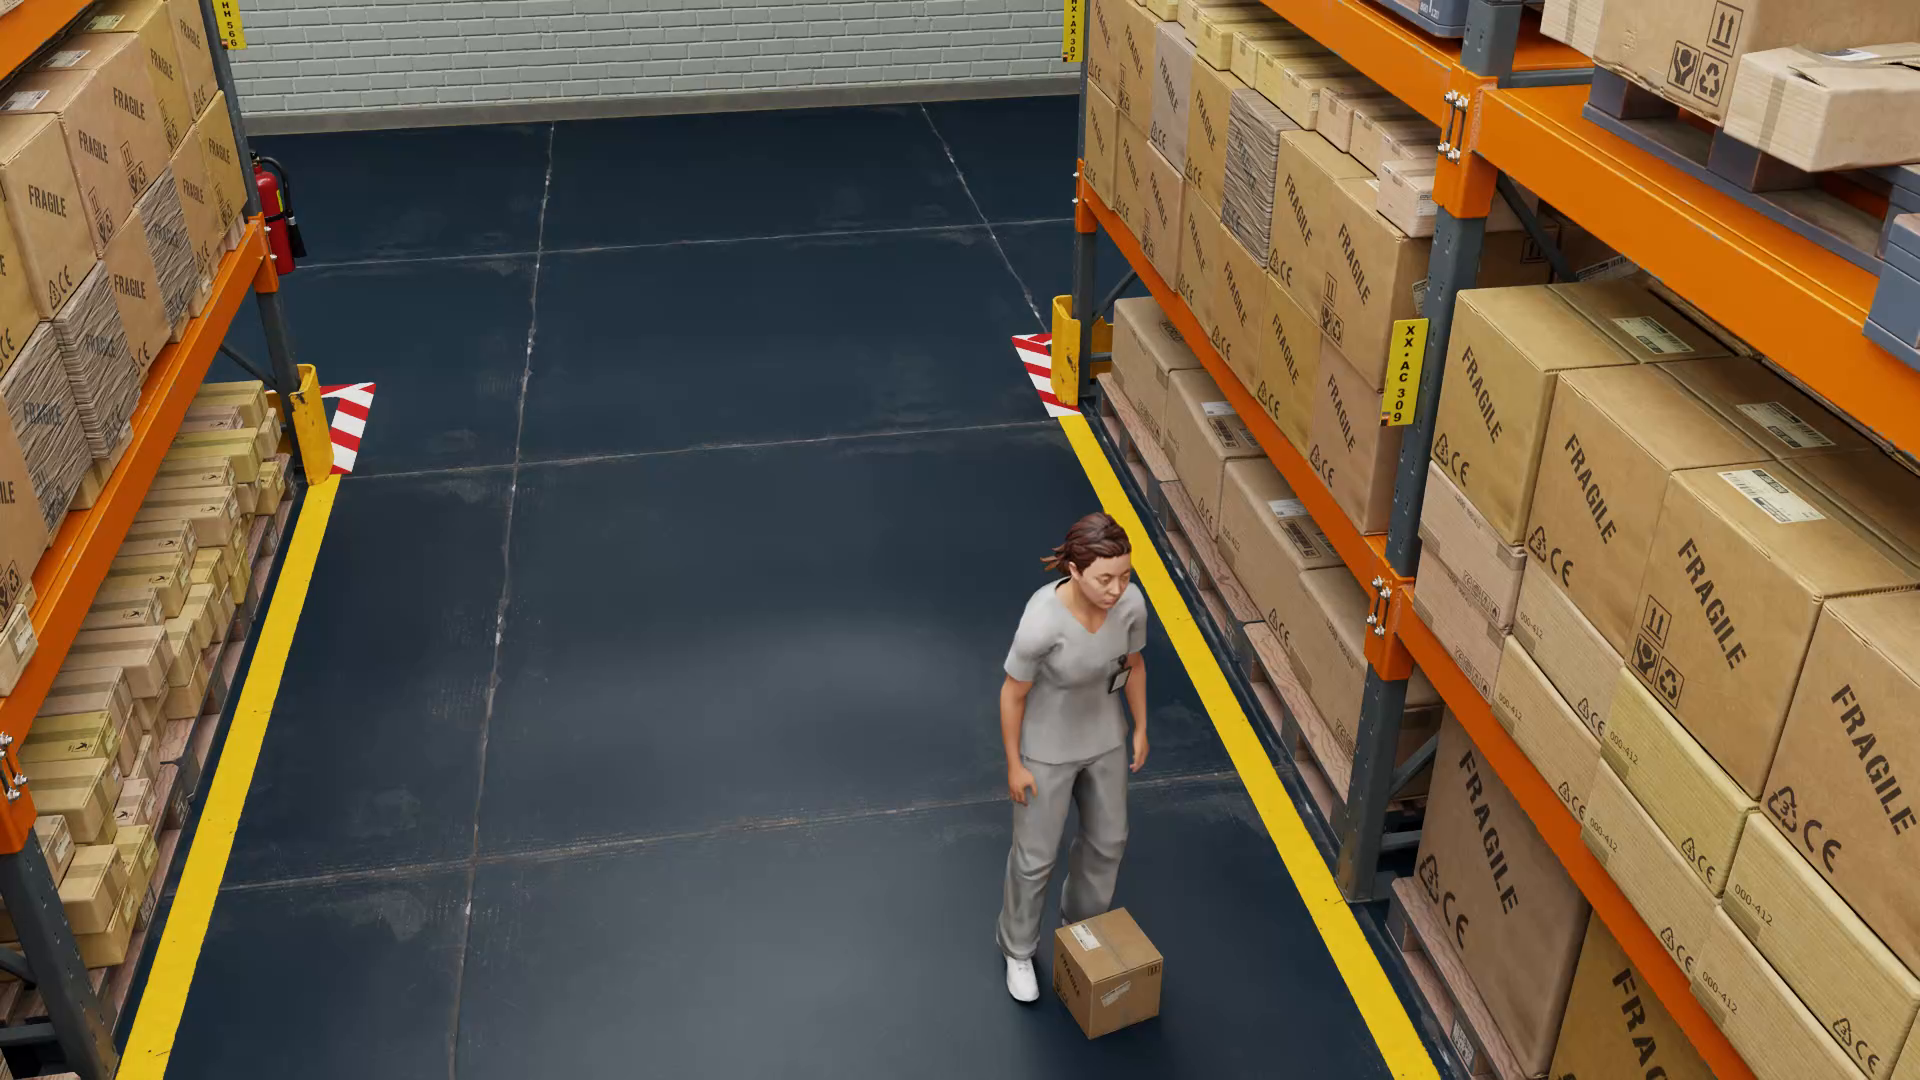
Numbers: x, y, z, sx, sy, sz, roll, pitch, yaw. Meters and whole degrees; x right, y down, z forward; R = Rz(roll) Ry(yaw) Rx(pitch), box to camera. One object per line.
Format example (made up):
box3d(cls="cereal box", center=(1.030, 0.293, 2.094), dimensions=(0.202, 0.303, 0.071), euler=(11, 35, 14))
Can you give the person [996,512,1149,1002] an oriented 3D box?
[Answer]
box3d(cls="person", center=(0.347, 0.638, 5.063), dimensions=(0.504, 1.673, 0.351), euler=(-13, 33, -21))
